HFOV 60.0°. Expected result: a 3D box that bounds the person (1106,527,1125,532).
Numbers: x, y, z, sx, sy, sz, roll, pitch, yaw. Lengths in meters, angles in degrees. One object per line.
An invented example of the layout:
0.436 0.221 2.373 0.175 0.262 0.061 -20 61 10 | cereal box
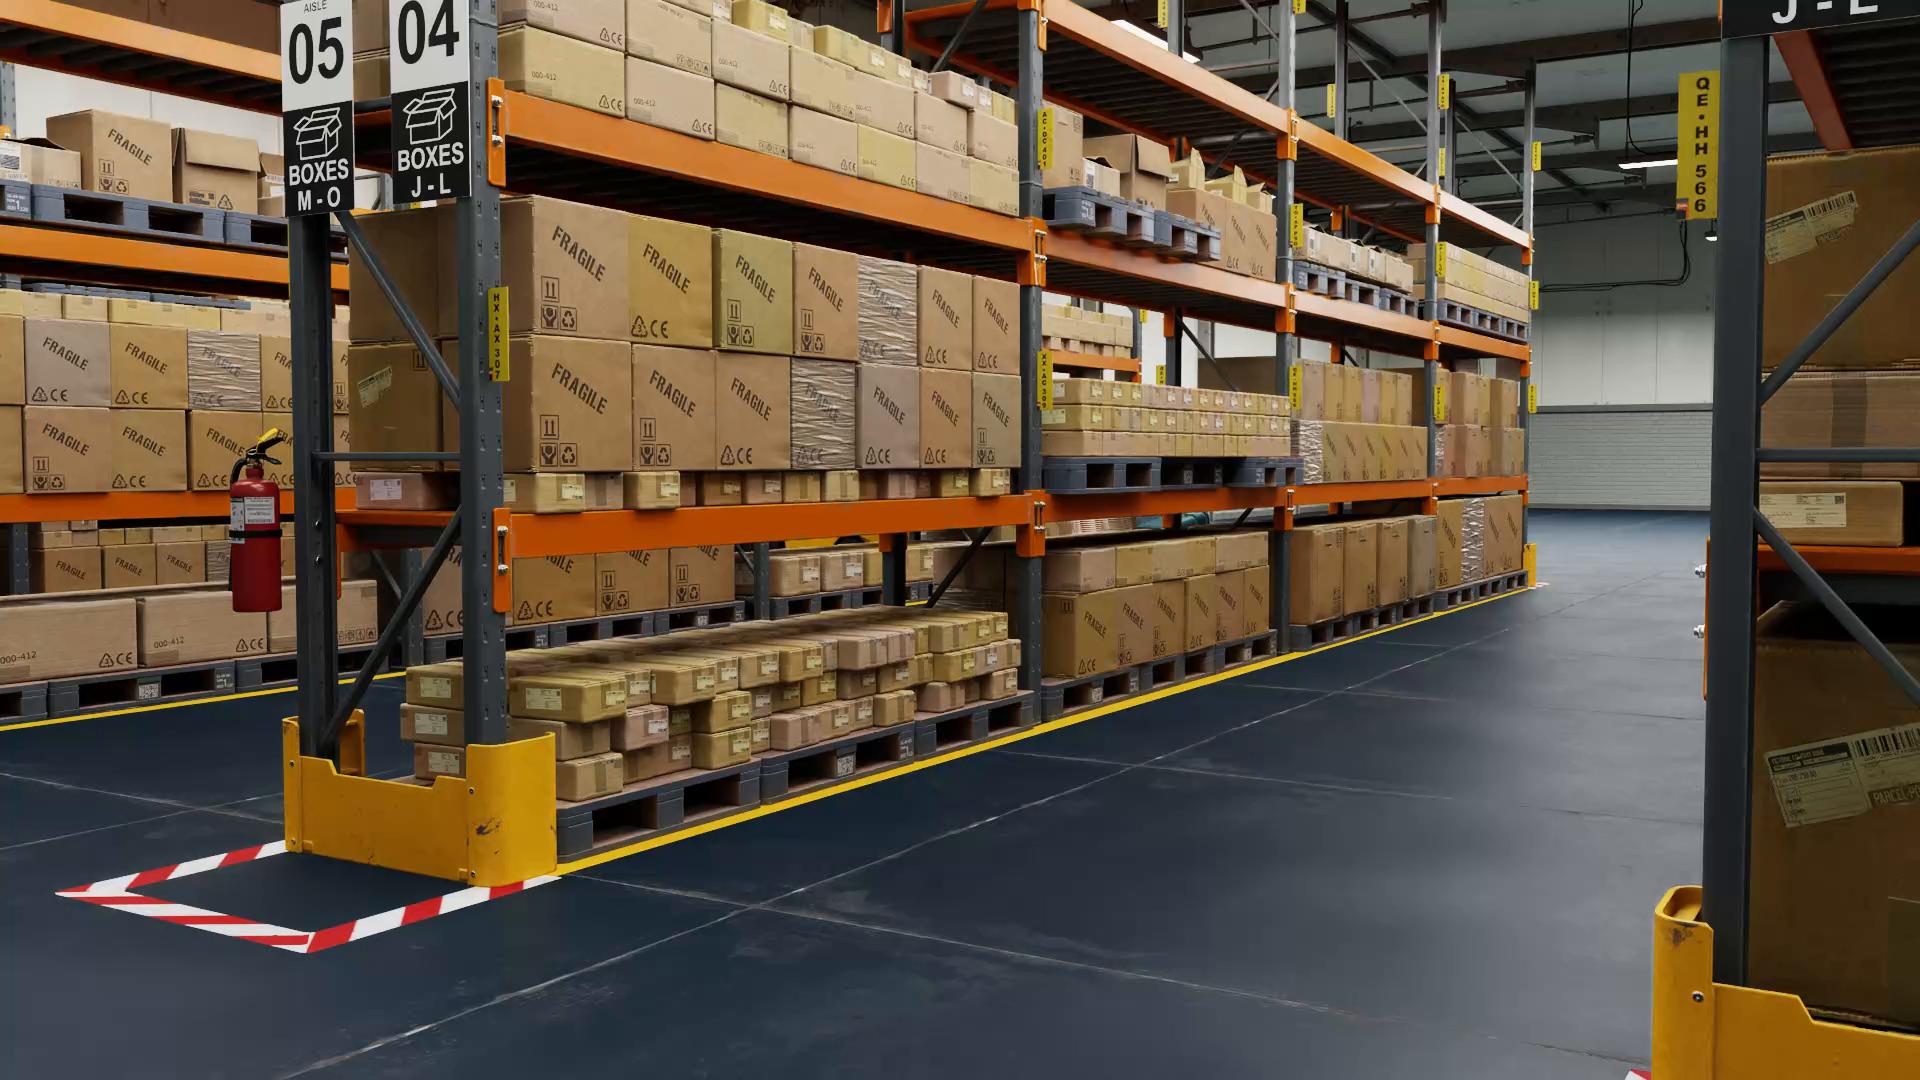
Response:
1.248 0.353 14.418 0.554 0.901 0.954 2 3 31 | person
